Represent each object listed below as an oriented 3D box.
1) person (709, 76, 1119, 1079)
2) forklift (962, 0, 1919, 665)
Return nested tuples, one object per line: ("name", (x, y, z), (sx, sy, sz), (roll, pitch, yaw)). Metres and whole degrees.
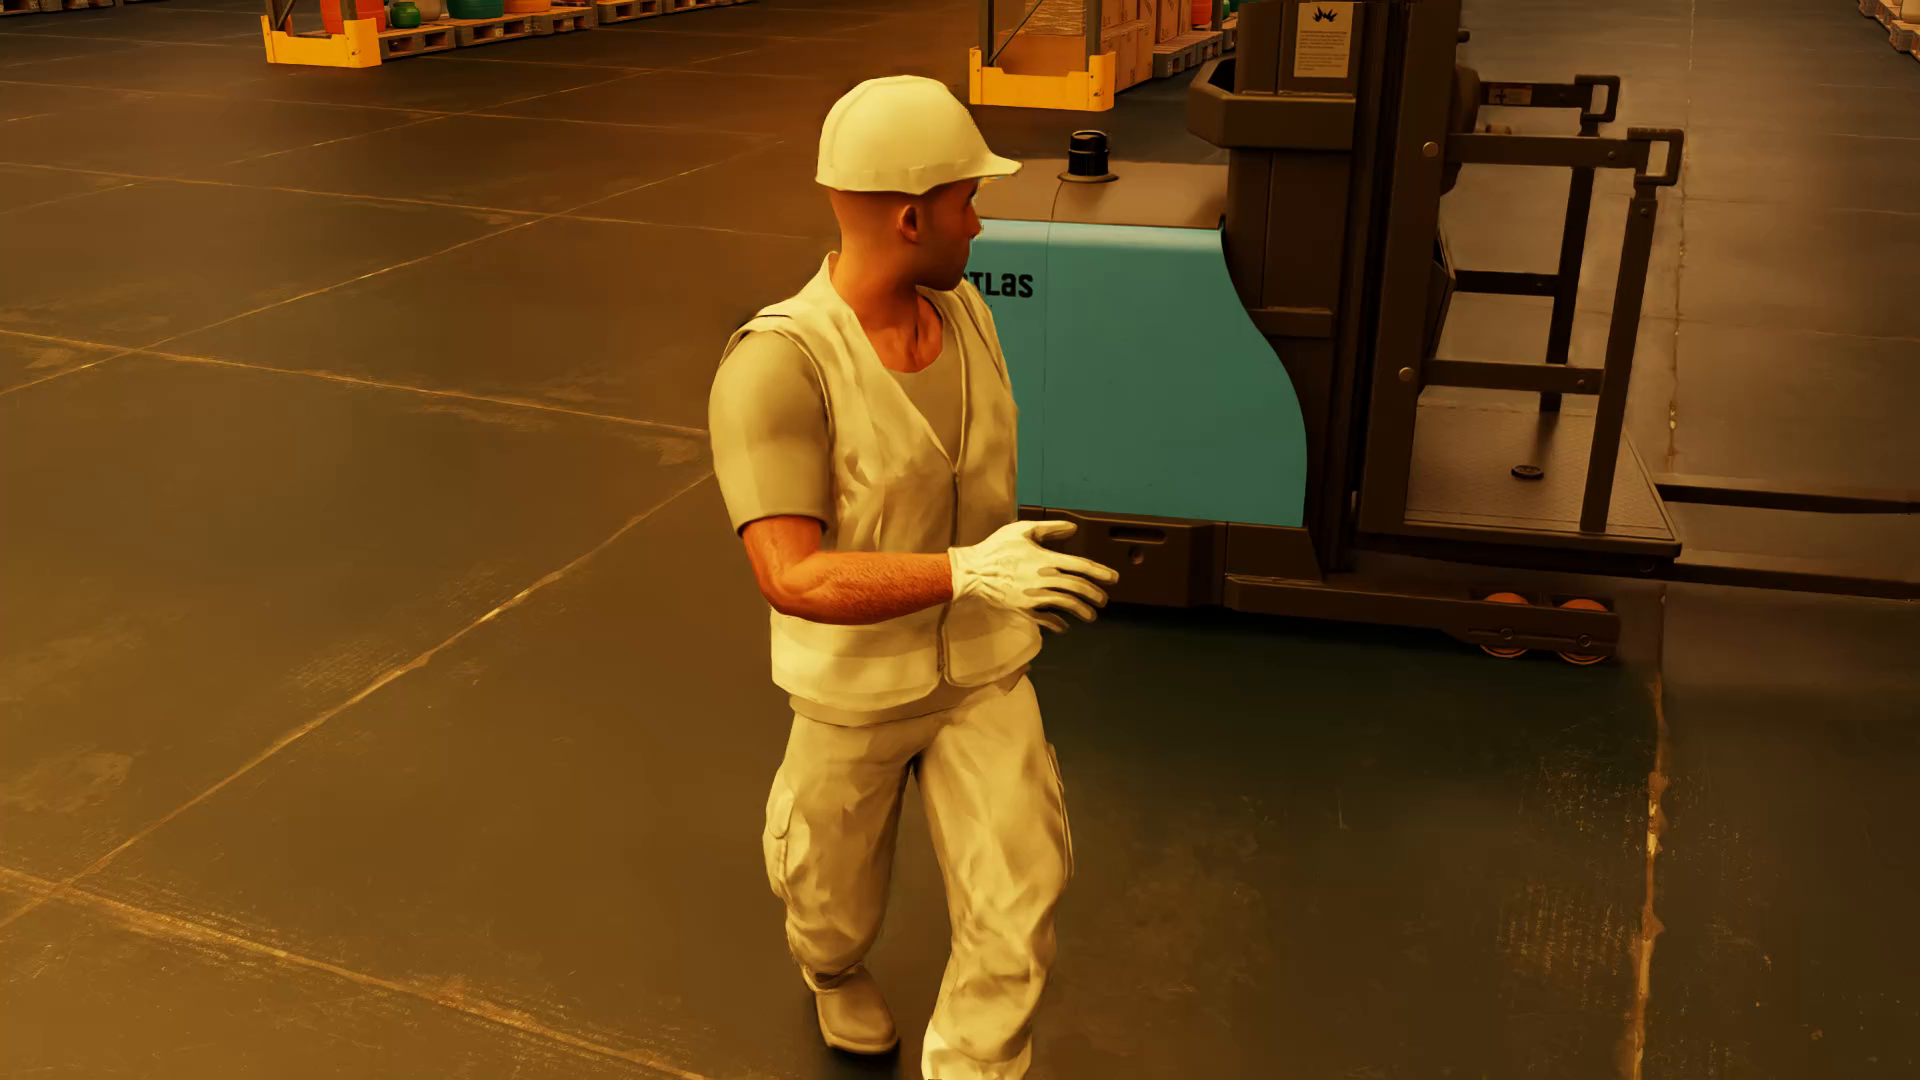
("person", (-0.086, 0.199, 2.463), (0.558, 1.711, 0.960), (-9, 24, -21))
("forklift", (1.448, -1.253, 4.290), (3.031, 2.935, 1.130), (5, 23, 11))
